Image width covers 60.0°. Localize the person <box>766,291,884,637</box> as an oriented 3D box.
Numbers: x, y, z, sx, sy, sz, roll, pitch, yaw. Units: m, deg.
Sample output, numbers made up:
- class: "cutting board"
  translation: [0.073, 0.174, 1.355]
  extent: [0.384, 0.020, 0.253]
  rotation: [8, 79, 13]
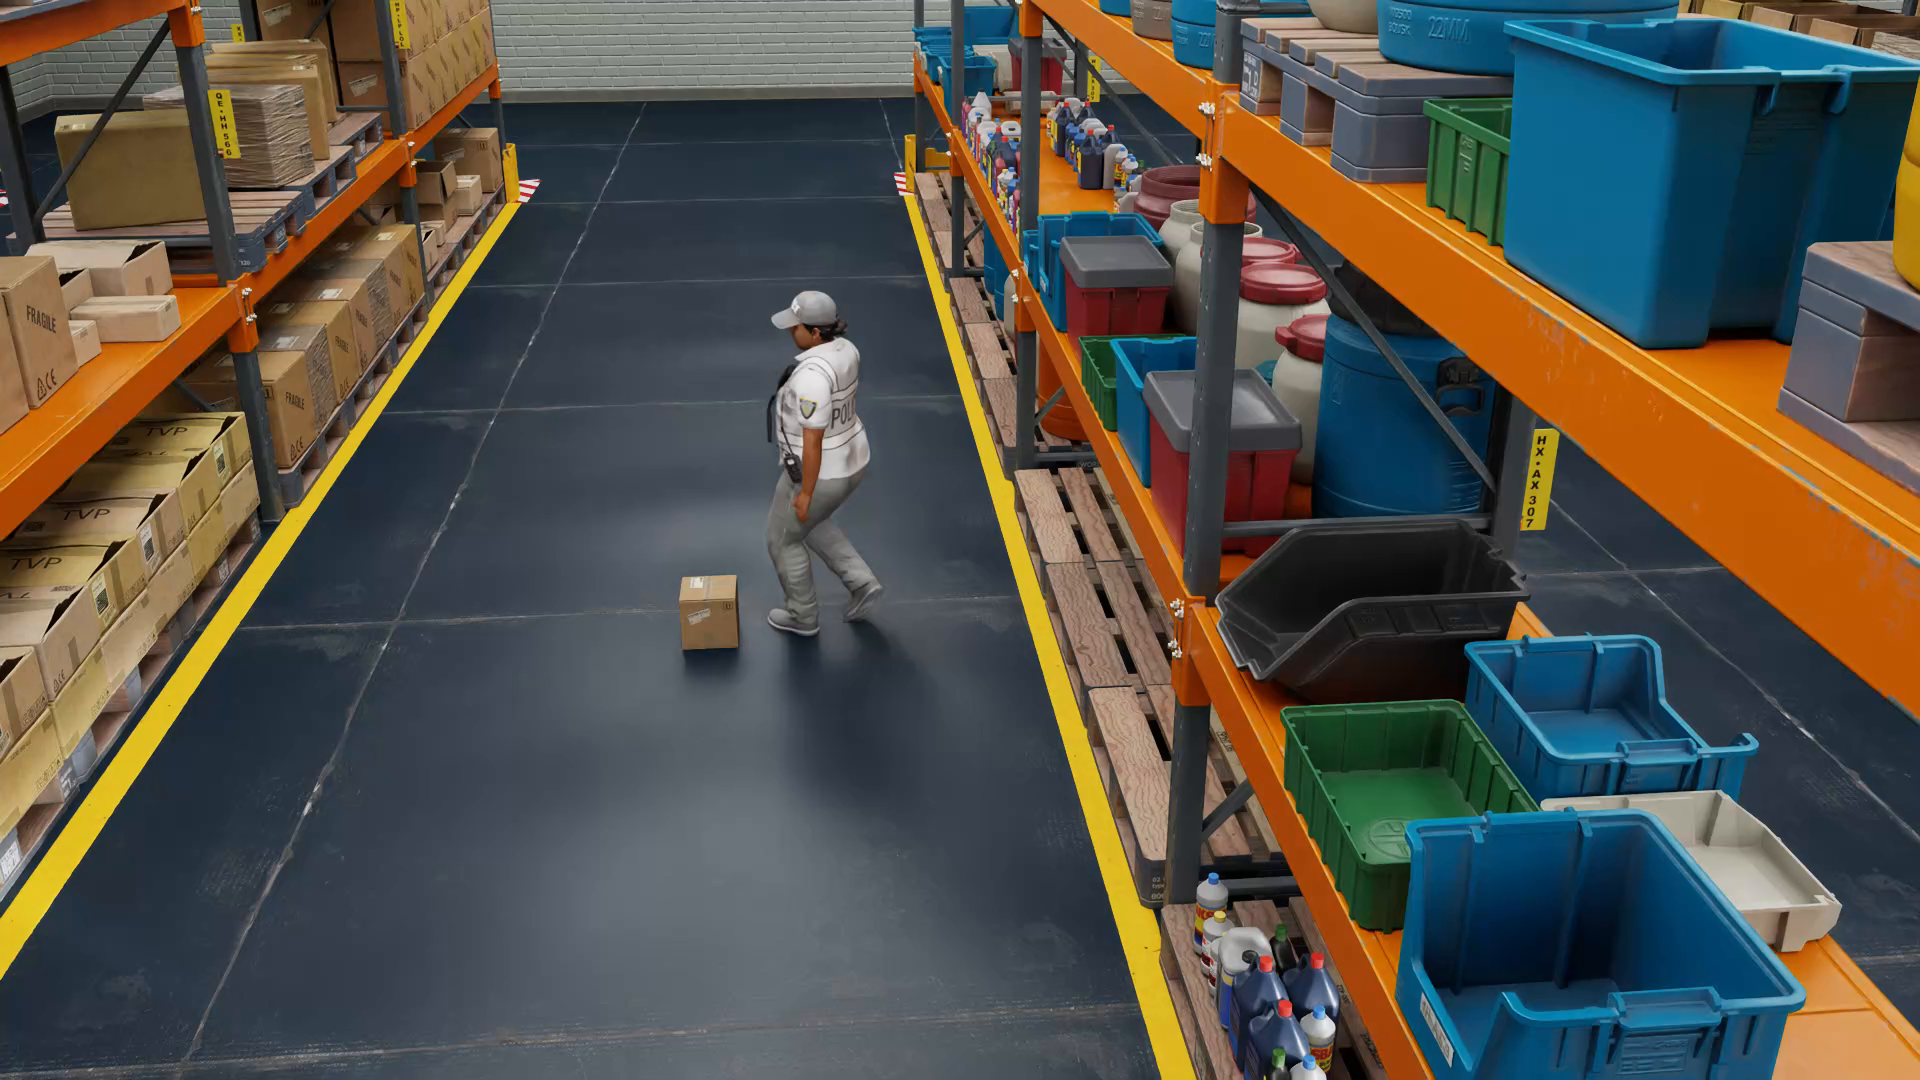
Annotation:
- class: "person"
  translation: [-0.654, -0.316, 7.371]
  extent: [0.540, 1.641, 0.486]
  rotation: [9, 25, 19]
